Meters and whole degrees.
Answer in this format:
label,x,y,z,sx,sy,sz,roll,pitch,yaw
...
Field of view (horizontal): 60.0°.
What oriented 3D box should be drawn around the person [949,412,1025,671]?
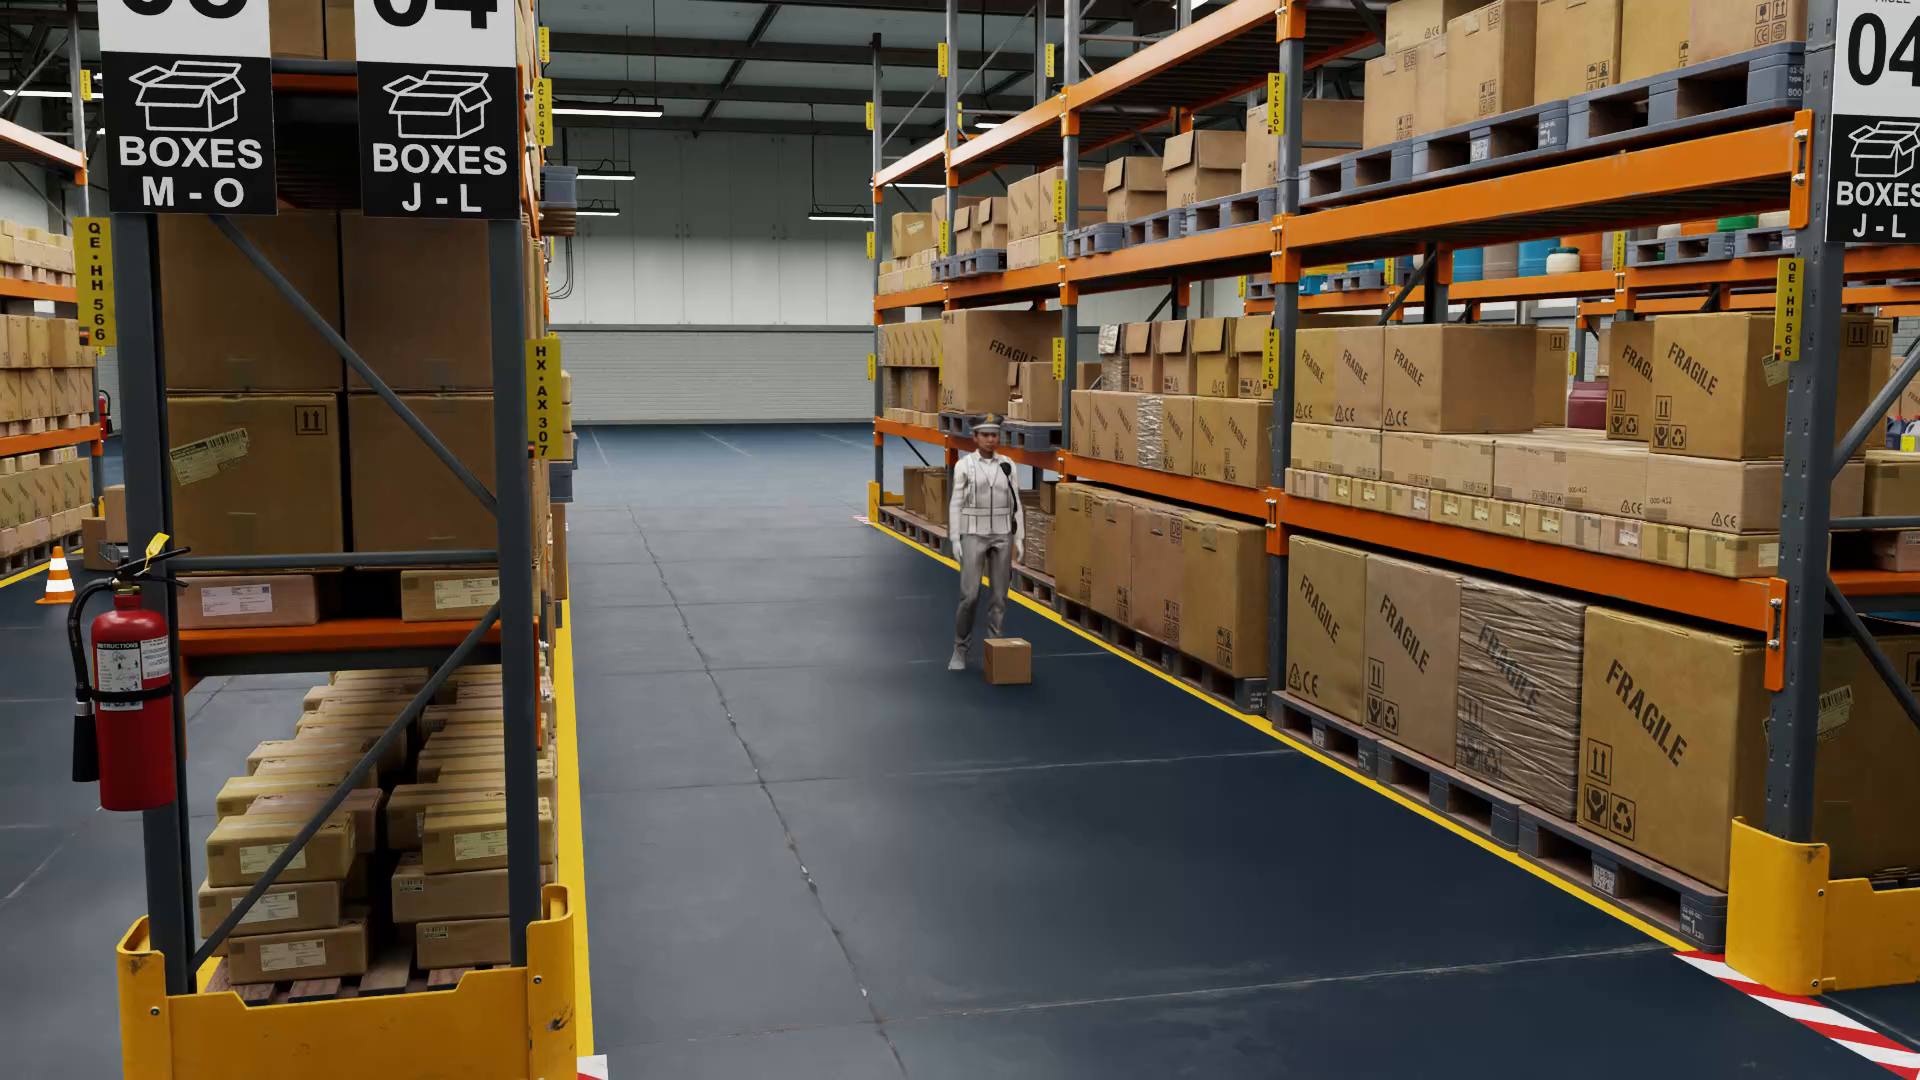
label,x,y,z,sx,sy,sz,roll,pitch,yaw
person,0.179,0.024,10.959,0.517,1.728,0.411,-2,6,-15
